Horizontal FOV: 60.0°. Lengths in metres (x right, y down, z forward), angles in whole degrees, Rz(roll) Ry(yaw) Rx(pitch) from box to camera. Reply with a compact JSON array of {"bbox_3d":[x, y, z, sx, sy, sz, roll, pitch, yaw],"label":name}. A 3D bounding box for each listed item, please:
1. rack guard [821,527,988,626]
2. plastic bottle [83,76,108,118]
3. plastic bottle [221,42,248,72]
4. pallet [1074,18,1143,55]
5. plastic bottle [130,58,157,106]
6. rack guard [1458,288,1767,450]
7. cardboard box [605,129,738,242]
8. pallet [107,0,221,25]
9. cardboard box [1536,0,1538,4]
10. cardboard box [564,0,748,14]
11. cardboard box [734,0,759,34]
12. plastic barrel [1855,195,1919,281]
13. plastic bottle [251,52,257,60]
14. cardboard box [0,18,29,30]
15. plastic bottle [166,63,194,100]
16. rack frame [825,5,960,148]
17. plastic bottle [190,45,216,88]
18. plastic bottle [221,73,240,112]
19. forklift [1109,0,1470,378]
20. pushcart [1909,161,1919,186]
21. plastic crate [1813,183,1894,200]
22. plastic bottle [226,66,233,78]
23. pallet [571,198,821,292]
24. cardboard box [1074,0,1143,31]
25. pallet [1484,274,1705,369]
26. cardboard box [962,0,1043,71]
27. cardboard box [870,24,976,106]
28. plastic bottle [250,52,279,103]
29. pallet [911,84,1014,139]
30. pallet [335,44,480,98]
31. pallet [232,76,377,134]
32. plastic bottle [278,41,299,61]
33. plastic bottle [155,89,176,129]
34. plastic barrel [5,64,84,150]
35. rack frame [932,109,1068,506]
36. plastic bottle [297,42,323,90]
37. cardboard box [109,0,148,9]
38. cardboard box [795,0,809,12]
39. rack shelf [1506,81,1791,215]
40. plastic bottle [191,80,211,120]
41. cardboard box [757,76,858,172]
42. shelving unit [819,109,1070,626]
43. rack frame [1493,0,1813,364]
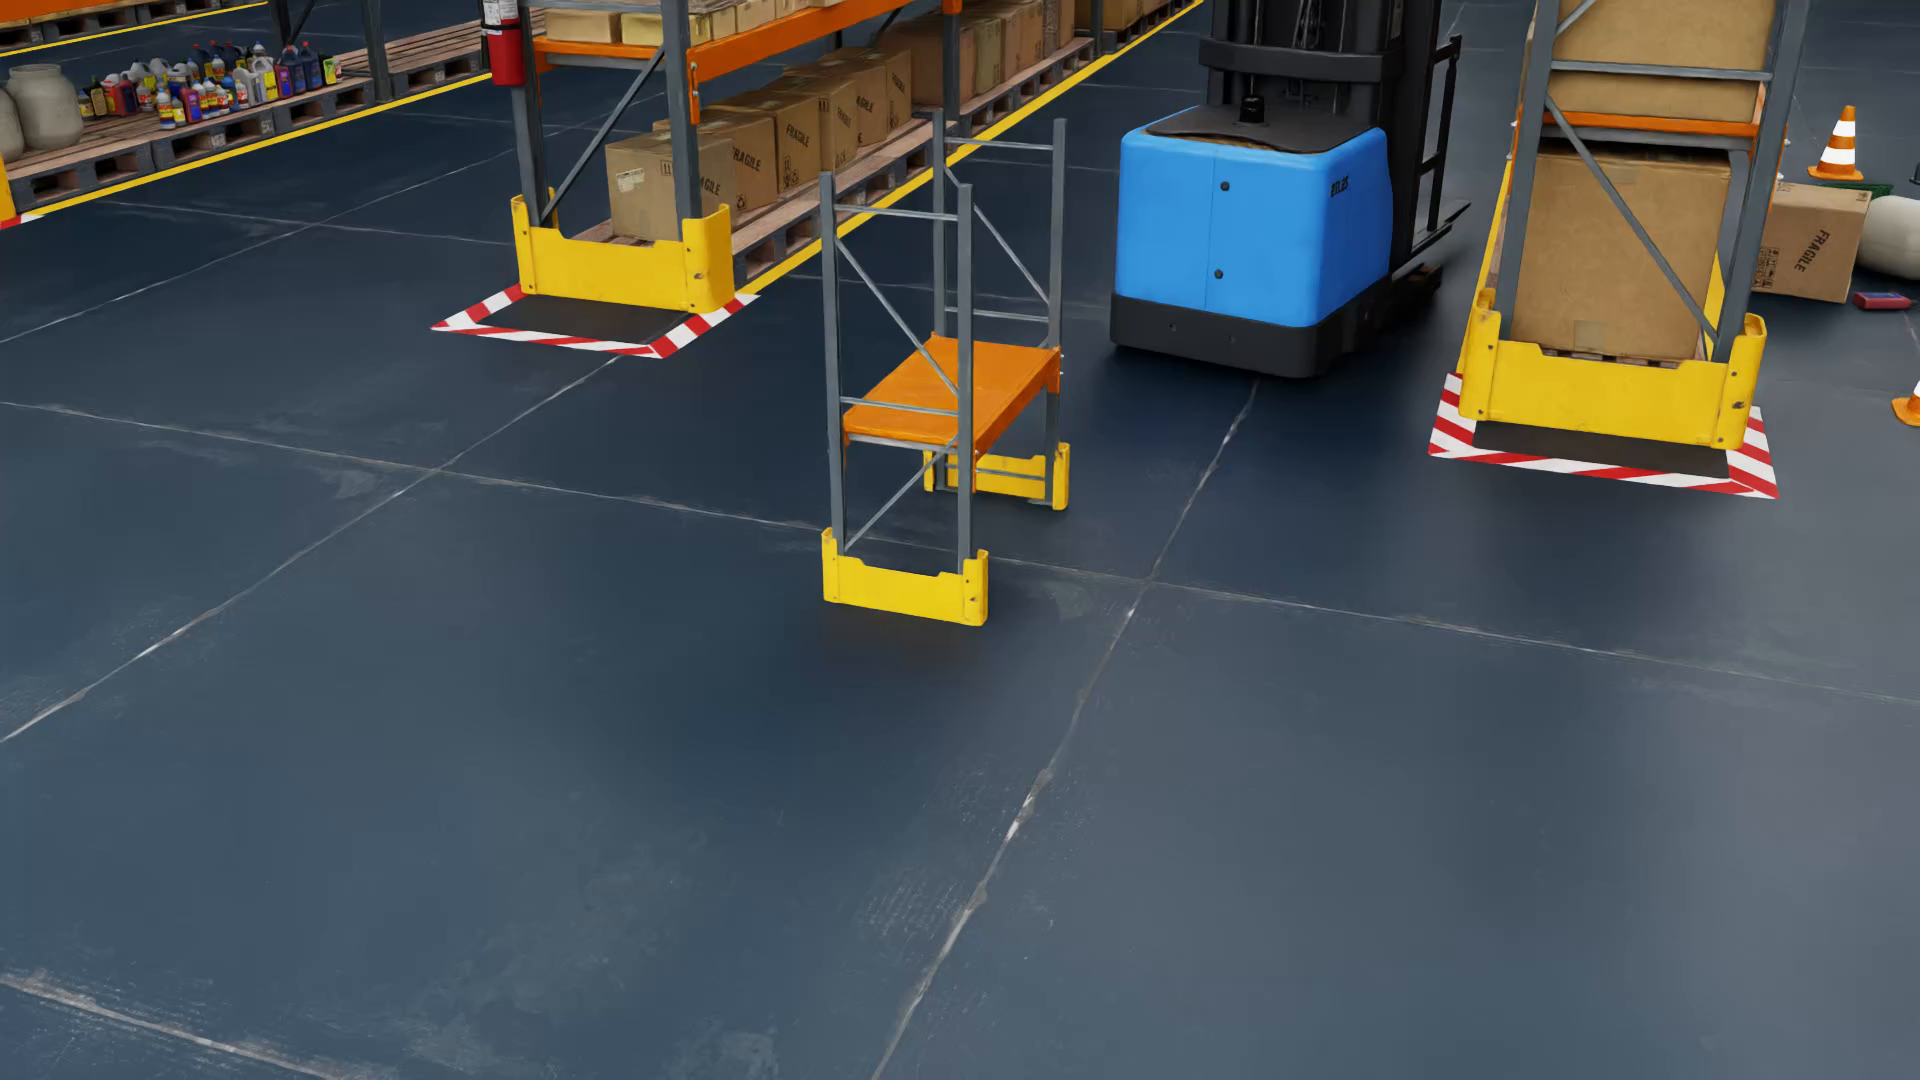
[{"bbox_3d":[-0.191,0.123,5.708,0.587,0.250,0.087,9,27,17],"label":"rack guard"},{"bbox_3d":[-6.276,-3.212,12.054,0.061,0.283,0.133,9,27,19],"label":"plastic bottle"},{"bbox_3d":[-5.688,-3.725,13.036,0.144,0.351,0.185,9,27,17],"label":"plastic bottle"},{"bbox_3d":[1.171,-4.995,16.324,1.003,0.211,1.213,9,27,17],"label":"pallet"},{"bbox_3d":[-6.090,-3.417,12.400,0.144,0.351,0.185,10,28,20],"label":"plastic bottle"},{"bbox_3d":[2.811,-0.754,7.233,1.175,0.500,0.348,9,27,17],"label":"rack guard"},{"bbox_3d":[-1.601,-1.968,9.258,0.500,0.500,0.500,14,29,27],"label":"cardboard box"},{"bbox_3d":[-8.814,-5.787,17.961,1.003,0.211,1.213,9,27,17],"label":"pallet"},{"bbox_3d":[4.906,-3.756,12.664,1.050,0.750,0.750,9,27,18],"label":"cardboard box"},{"bbox_3d":[-1.616,-3.050,8.652,0.875,0.500,0.500,9,27,17],"label":"cardboard box"},{"bbox_3d":[-1.306,-2.819,8.919,0.380,0.149,0.250,9,27,17],"label":"cardboard box"},{"bbox_3d":[5.219,-1.684,9.243,0.421,0.421,0.512,-14,29,-27],"label":"plastic barrel"},{"bbox_3d":[-5.717,-3.841,13.447,0.097,0.201,0.097,0,26,0],"label":"plastic bottle"},{"bbox_3d":[-9.295,-5.022,15.854,0.500,0.250,0.500,9,27,19],"label":"cardboard box"},{"bbox_3d":[-5.880,-3.449,12.551,0.152,0.276,0.135,9,27,17],"label":"plastic bottle"},{"bbox_3d":[-0.494,-4.293,11.675,1.000,3.000,0.127,9,27,17],"label":"rack frame"},{"bbox_3d":[-5.887,-3.668,12.919,0.144,0.351,0.185,8,27,15],"label":"plastic bottle"},{"bbox_3d":[-5.383,-3.303,12.255,0.097,0.271,0.097,0,26,0],"label":"plastic bottle"},{"bbox_3d":[1.943,-2.656,8.372,1.130,2.935,3.031,15,30,29],"label":"forklift"},{"bbox_3d":[6.685,-1.986,9.919,1.648,0.377,0.936,0,26,-1],"label":"pushcart"},{"bbox_3d":[5.328,-2.031,10.164,0.662,0.188,0.450,-20,23,-36],"label":"plastic crate"},{"bbox_3d":[-5.436,-3.418,12.479,0.061,0.283,0.133,9,27,17],"label":"plastic bottle"},{"bbox_3d":[-1.496,-1.754,9.631,1.003,0.211,1.213,9,27,17],"label":"pallet"},{"bbox_3d":[1.087,-5.450,16.021,1.225,0.875,0.875,7,27,15],"label":"cardboard box"},{"bbox_3d":[3.011,-0.973,8.018,1.003,0.211,1.213,9,27,17],"label":"pallet"},{"bbox_3d":[0.279,-4.268,13.986,0.700,0.500,0.500,11,28,22],"label":"cardboard box"},{"bbox_3d":[-0.269,-3.615,12.639,0.700,0.500,0.500,7,27,13],"label":"cardboard box"},{"bbox_3d":[-5.278,-3.499,12.570,0.144,0.351,0.185,9,27,17],"label":"plastic bottle"},{"bbox_3d":[-0.236,-3.358,12.944,1.003,0.211,1.213,9,27,17],"label":"pallet"},{"bbox_3d":[-4.939,-4.085,14.444,1.003,0.211,1.213,9,27,17],"label":"pallet"},{"bbox_3d":[-5.427,-3.486,13.209,1.003,0.211,1.213,9,27,17],"label":"pallet"},{"bbox_3d":[-5.243,-3.732,13.050,0.144,0.351,0.185,9,27,17],"label":"plastic bottle"},{"bbox_3d":[-5.598,-3.038,11.708,0.097,0.271,0.097,0,26,0],"label":"plastic bottle"},{"bbox_3d":[-6.182,-2.924,11.221,0.421,0.512,0.421,0,26,0],"label":"plastic barrel"},{"bbox_3d":[0.141,-0.849,6.282,0.500,1.500,0.032,9,27,17],"label":"rack frame"},{"bbox_3d":[-5.107,-3.711,13.007,0.144,0.351,0.185,8,27,16],"label":"plastic bottle"},{"bbox_3d":[-8.786,-5.656,17.164,0.500,0.250,0.500,9,27,19],"label":"cardboard box"},{"bbox_3d":[-1.095,-3.134,9.568,0.380,0.149,0.250,9,27,17],"label":"cardboard box"},{"bbox_3d":[3.485,-2.387,8.563,1.077,0.370,4.000,9,27,17],"label":"rack shelf"},{"bbox_3d":[-5.484,-3.178,11.999,0.097,0.271,0.097,0,26,0],"label":"plastic bottle"},{"bbox_3d":[-0.980,-2.696,10.762,0.500,0.500,0.500,6,27,13],"label":"cardboard box"},{"bbox_3d":[-0.025,-0.644,5.858,0.587,1.500,1.083,9,27,17],"label":"shelving unit"},{"bbox_3d":[2.819,-1.889,6.709,1.000,3.000,0.127,9,27,17],"label":"rack frame"}]
